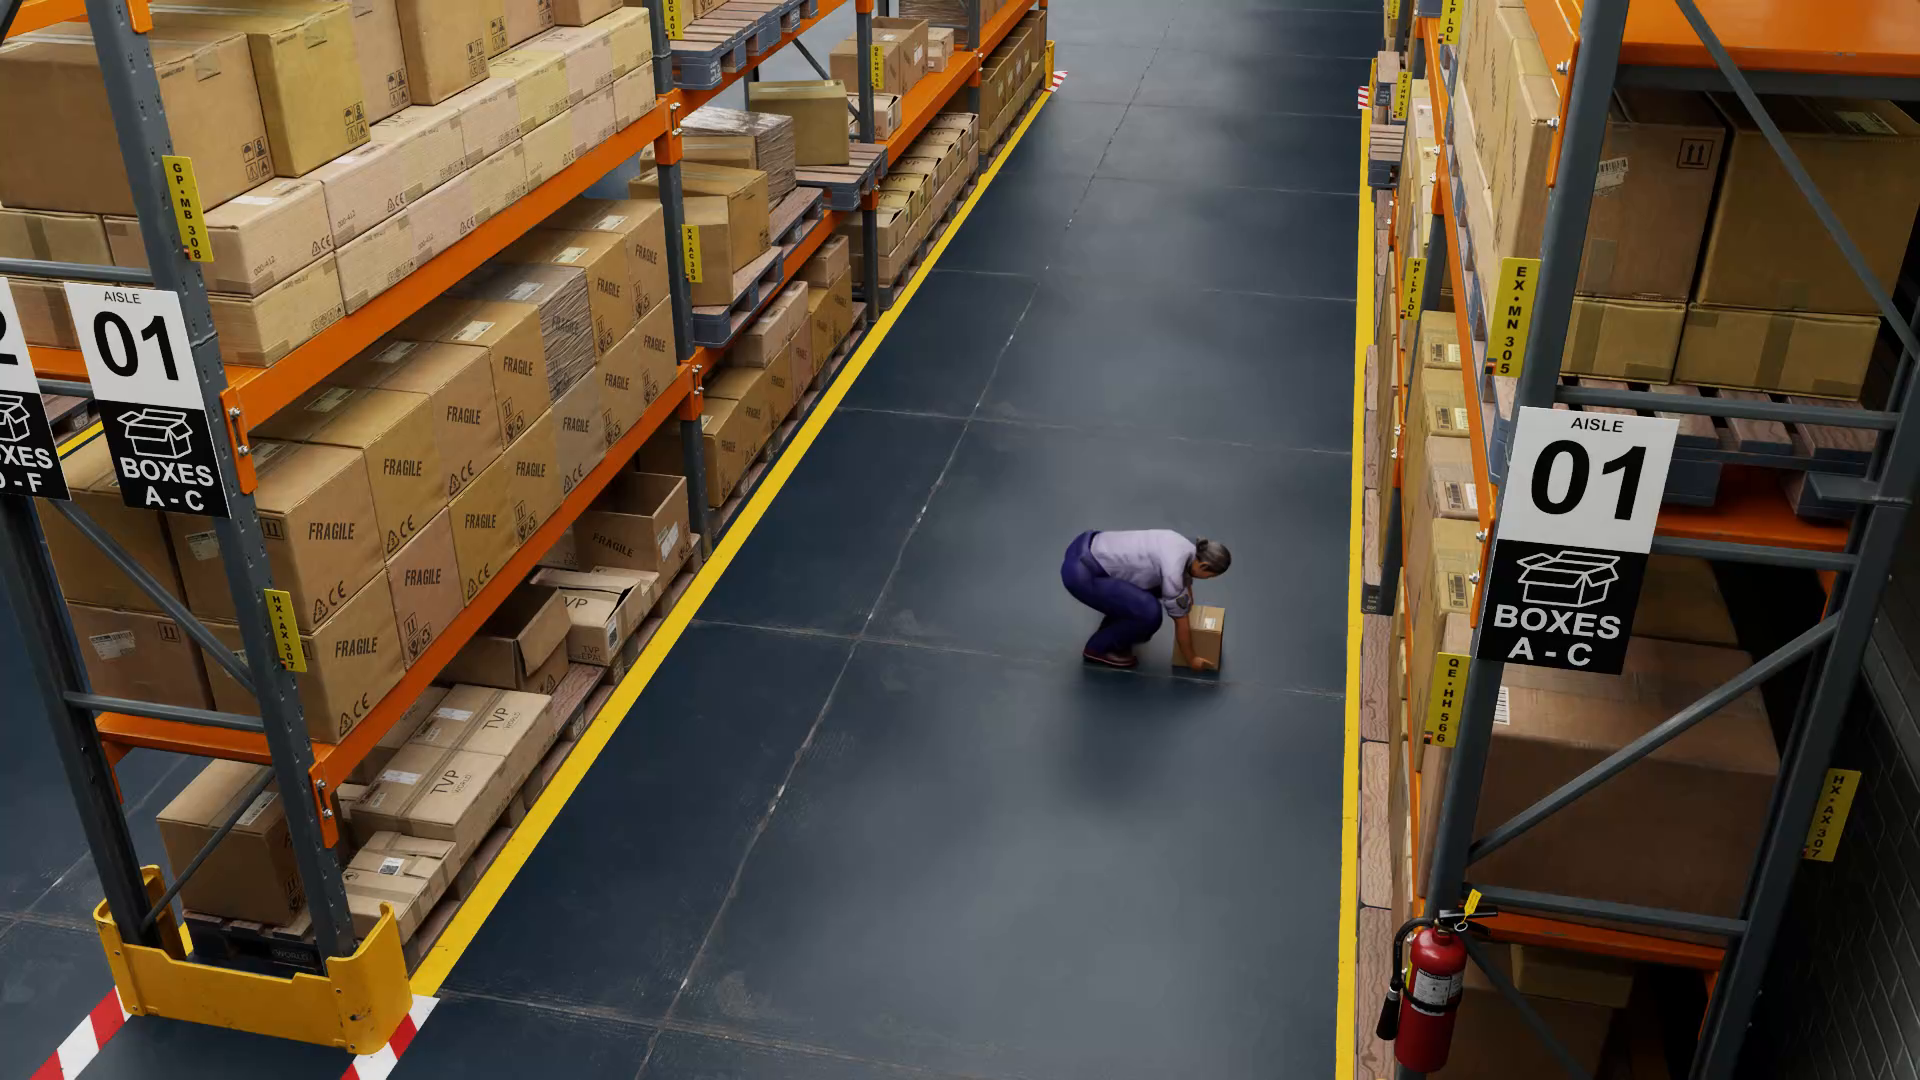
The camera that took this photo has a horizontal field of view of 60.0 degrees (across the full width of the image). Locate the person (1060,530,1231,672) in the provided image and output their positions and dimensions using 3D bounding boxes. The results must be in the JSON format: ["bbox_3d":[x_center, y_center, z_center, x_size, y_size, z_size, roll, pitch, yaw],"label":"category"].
[{"bbox_3d":[1.000,0.302,9.050,0.899,0.741,0.498,5,29,9],"label":"person"}]
